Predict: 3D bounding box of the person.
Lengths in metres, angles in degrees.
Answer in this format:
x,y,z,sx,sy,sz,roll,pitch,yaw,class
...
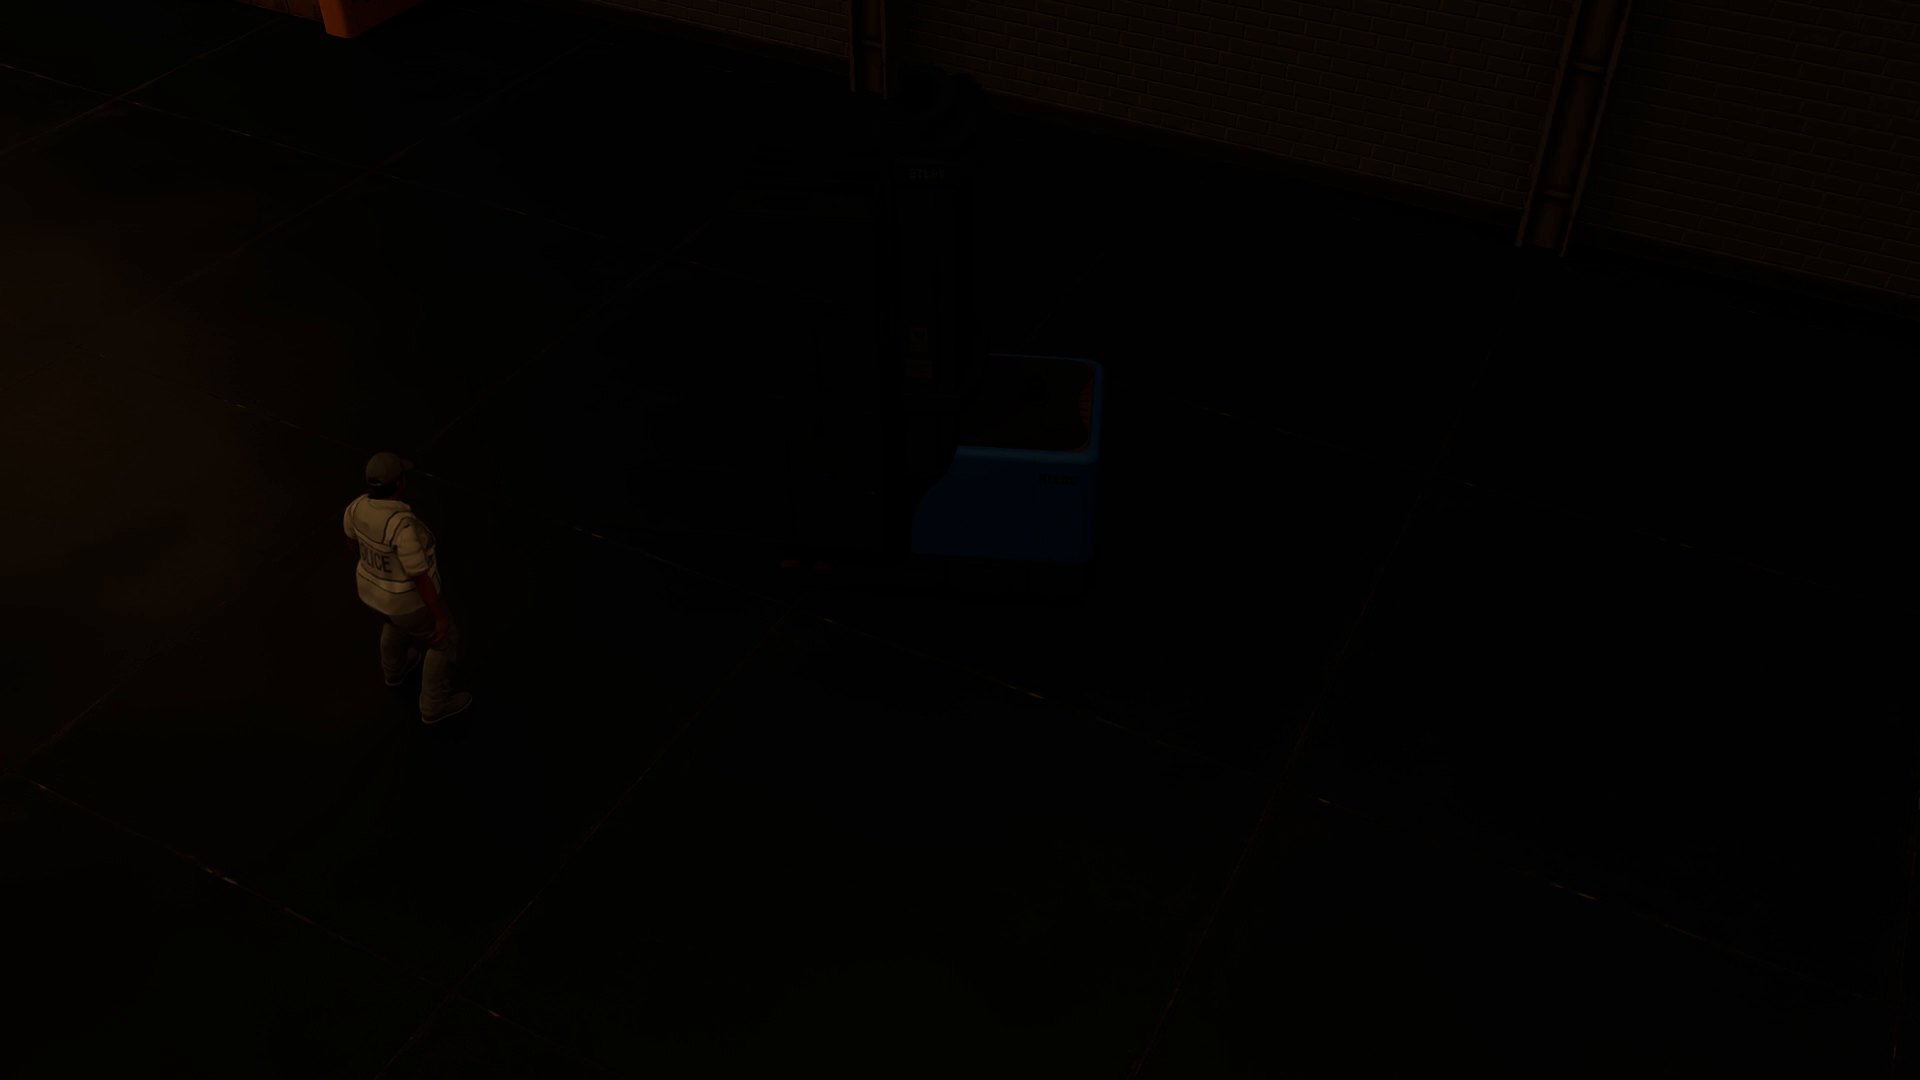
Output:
x,y,z,sx,sy,sz,roll,pitch,yaw,class
-2.930,0.321,8.757,0.769,1.455,0.400,24,46,26,person

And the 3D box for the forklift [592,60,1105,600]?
x,y,z,sx,sy,sz,roll,pitch,yaw,class
-0.680,-1.166,9.371,3.031,2.935,1.130,4,40,4,forklift
